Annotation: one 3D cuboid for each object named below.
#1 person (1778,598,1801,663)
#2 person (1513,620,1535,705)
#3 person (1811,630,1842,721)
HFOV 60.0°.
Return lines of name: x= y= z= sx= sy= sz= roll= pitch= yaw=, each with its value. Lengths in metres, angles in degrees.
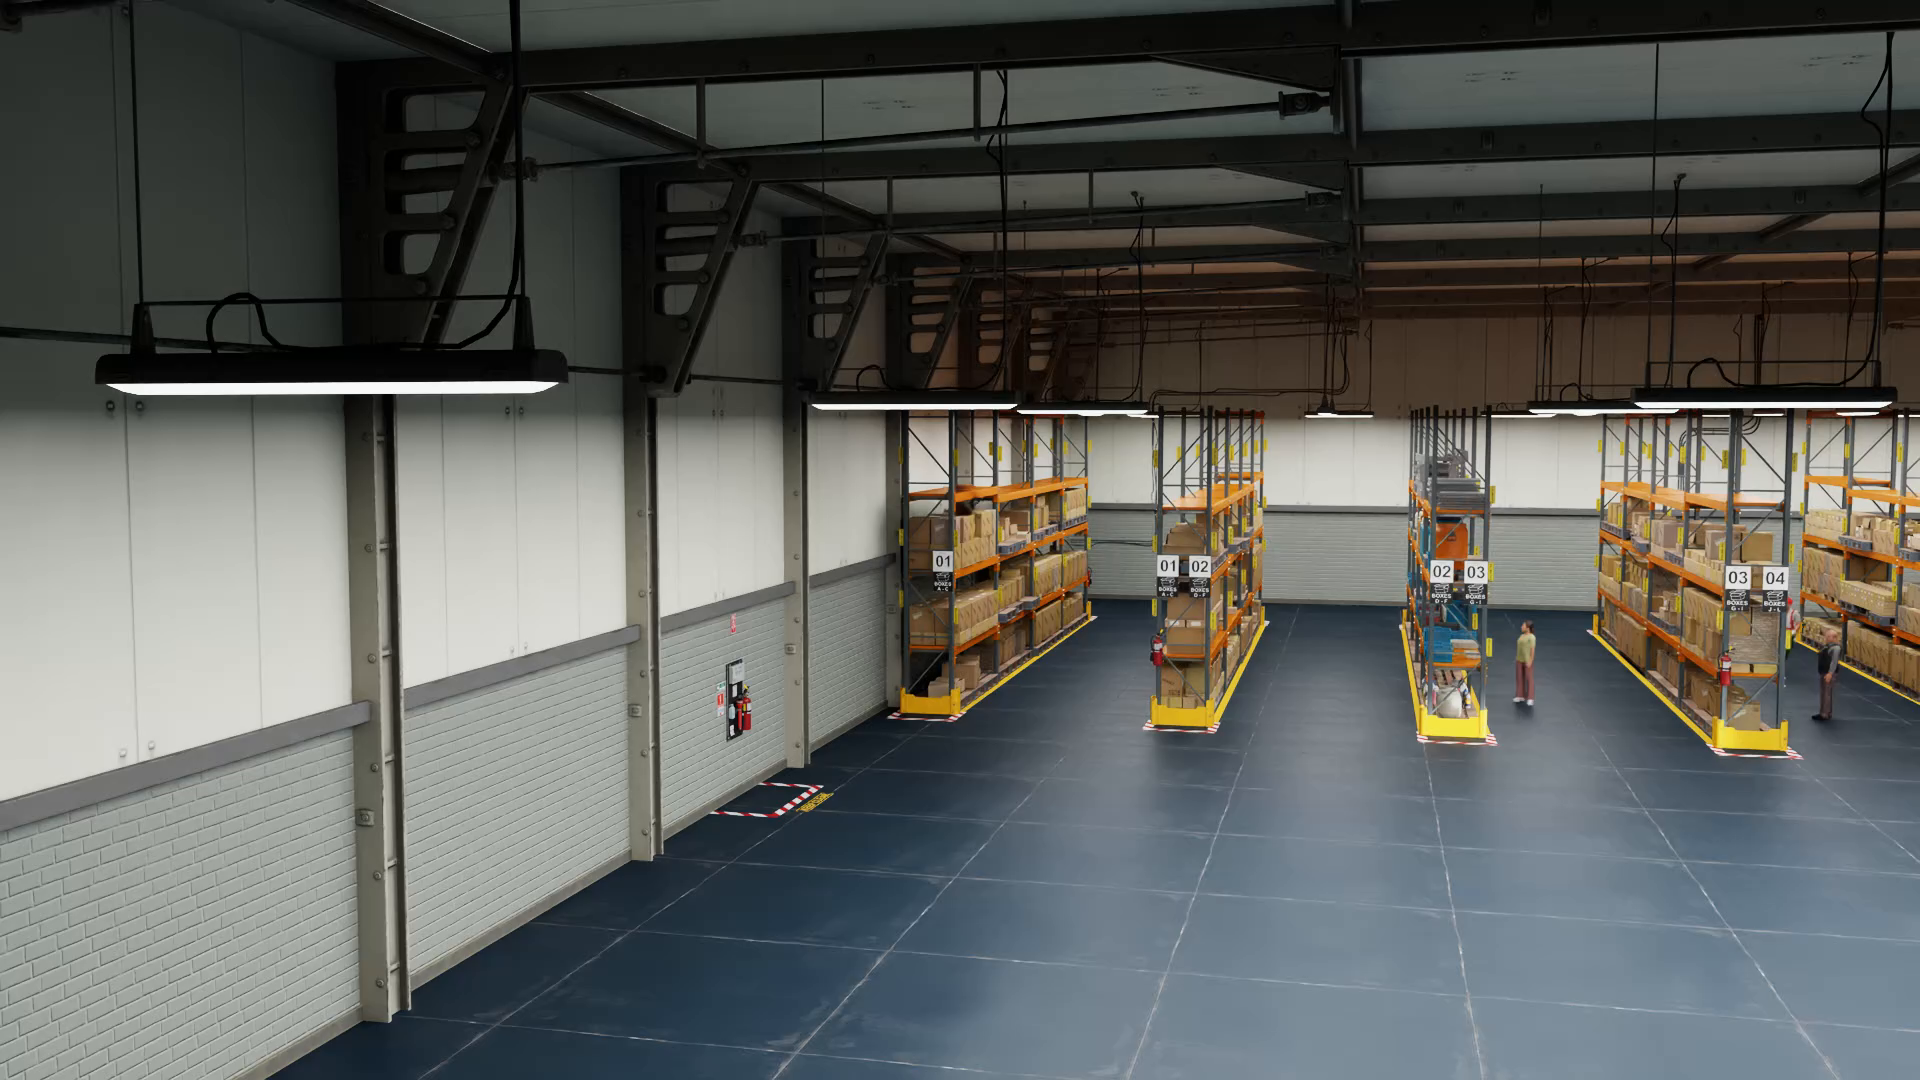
person: x=18.689 y=2.191 z=37.577 sx=0.499 sy=1.812 sz=0.880 roll=1 pitch=4 yaw=16
person: x=11.477 y=2.479 z=33.717 sx=0.338 sy=1.703 sz=0.438 roll=-3 pitch=5 yaw=-35
person: x=16.580 y=2.585 z=31.821 sx=0.473 sy=1.722 sz=0.586 roll=2 pitch=4 yaw=23
